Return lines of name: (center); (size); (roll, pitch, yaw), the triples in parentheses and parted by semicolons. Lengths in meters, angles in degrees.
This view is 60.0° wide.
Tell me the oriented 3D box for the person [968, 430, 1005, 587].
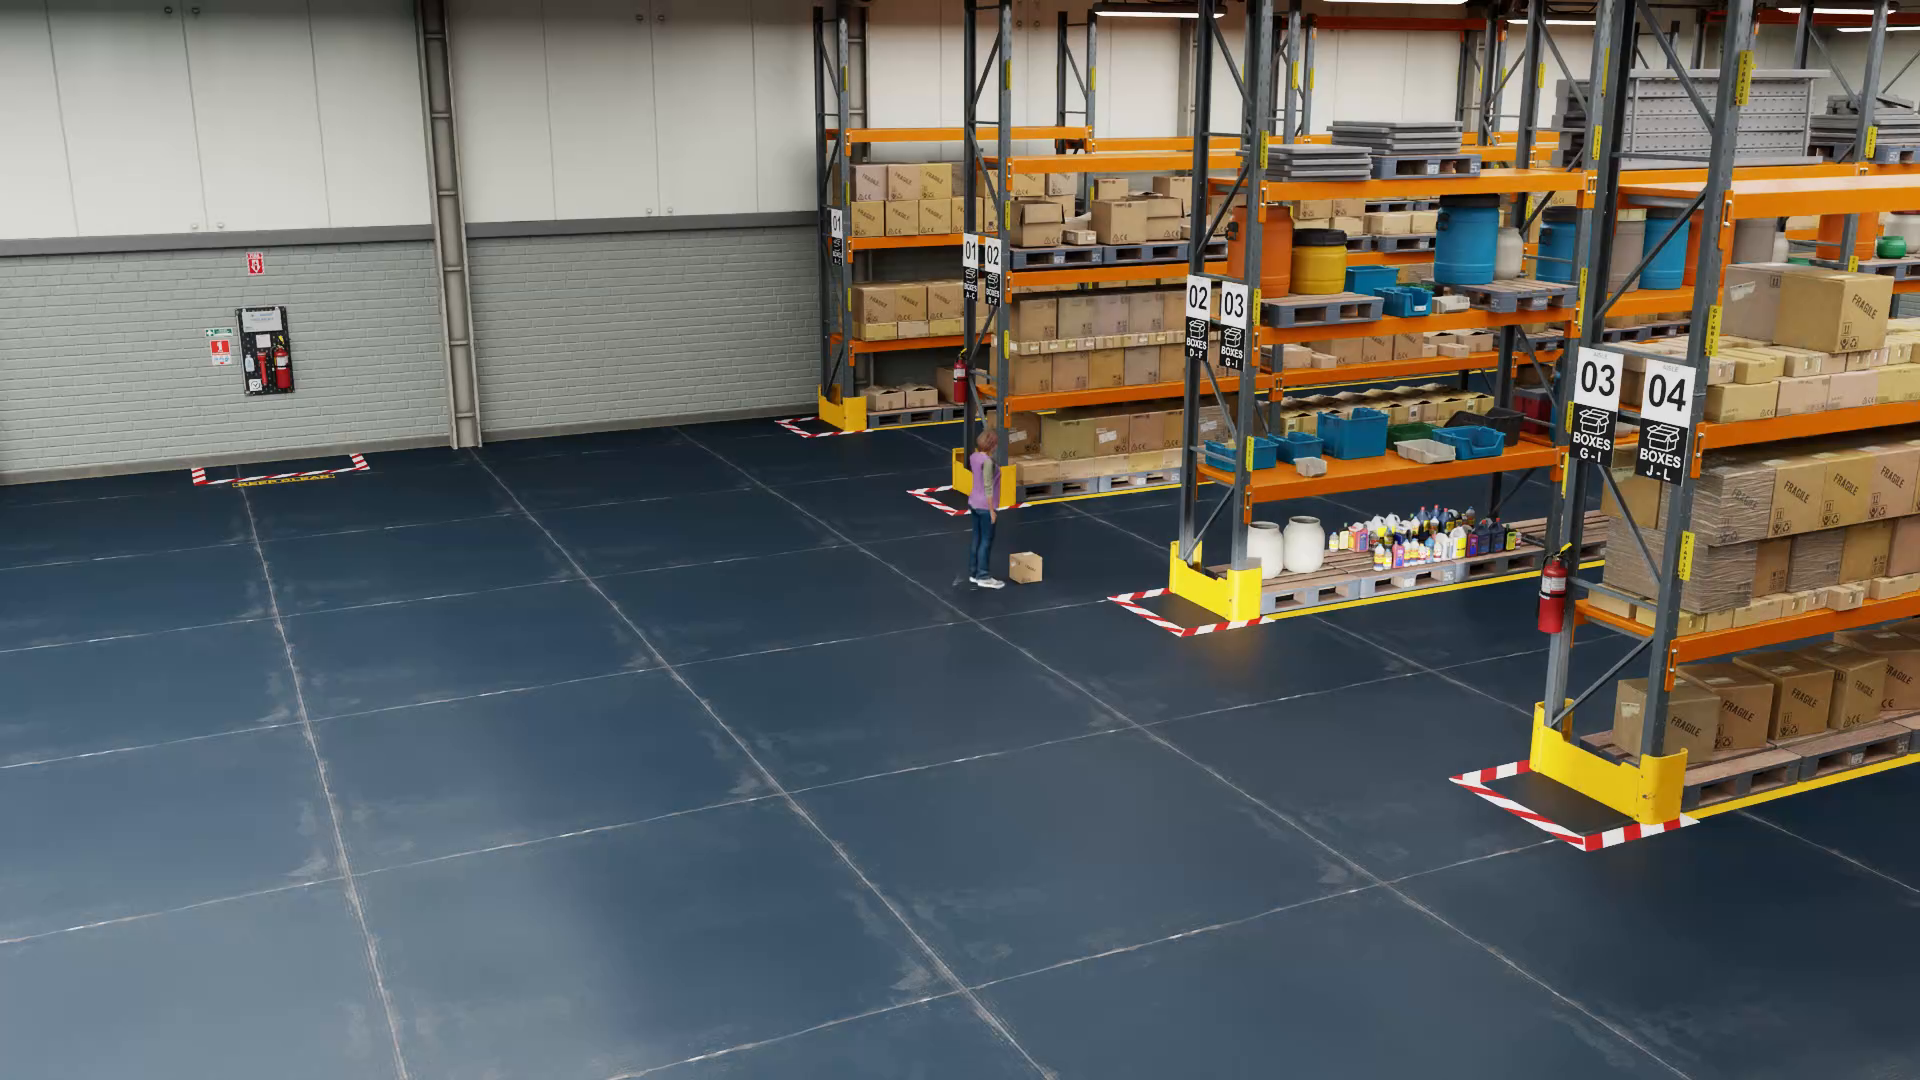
person: (0.248, -0.325, 16.852); (0.313, 1.600, 0.433); (-7, 17, -24)
